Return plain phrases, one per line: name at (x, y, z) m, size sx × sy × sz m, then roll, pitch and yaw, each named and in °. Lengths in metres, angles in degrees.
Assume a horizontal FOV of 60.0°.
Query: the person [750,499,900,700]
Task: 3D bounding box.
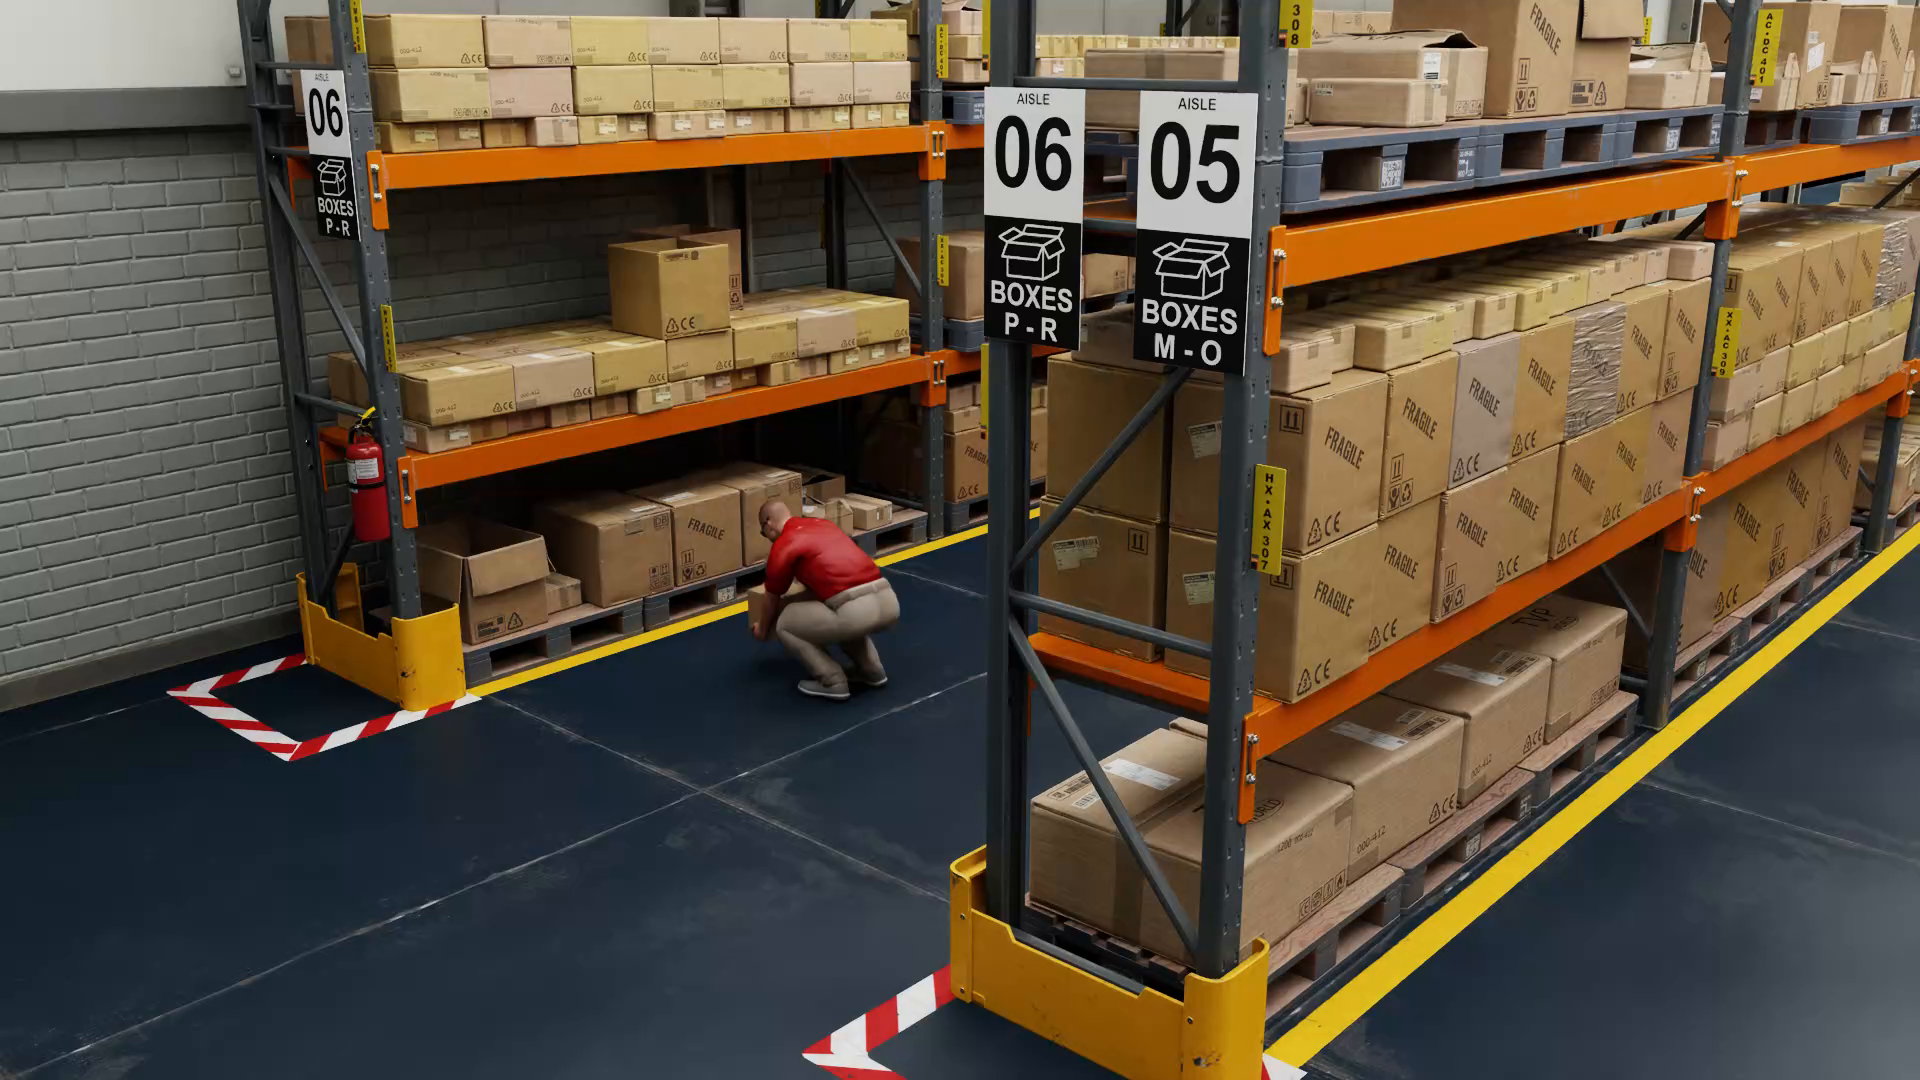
person at (-0.742, 0.302, 8.880) m, size 0.886 × 0.988 × 0.535 m, roll 14°, pitch 22°, yaw 38°
